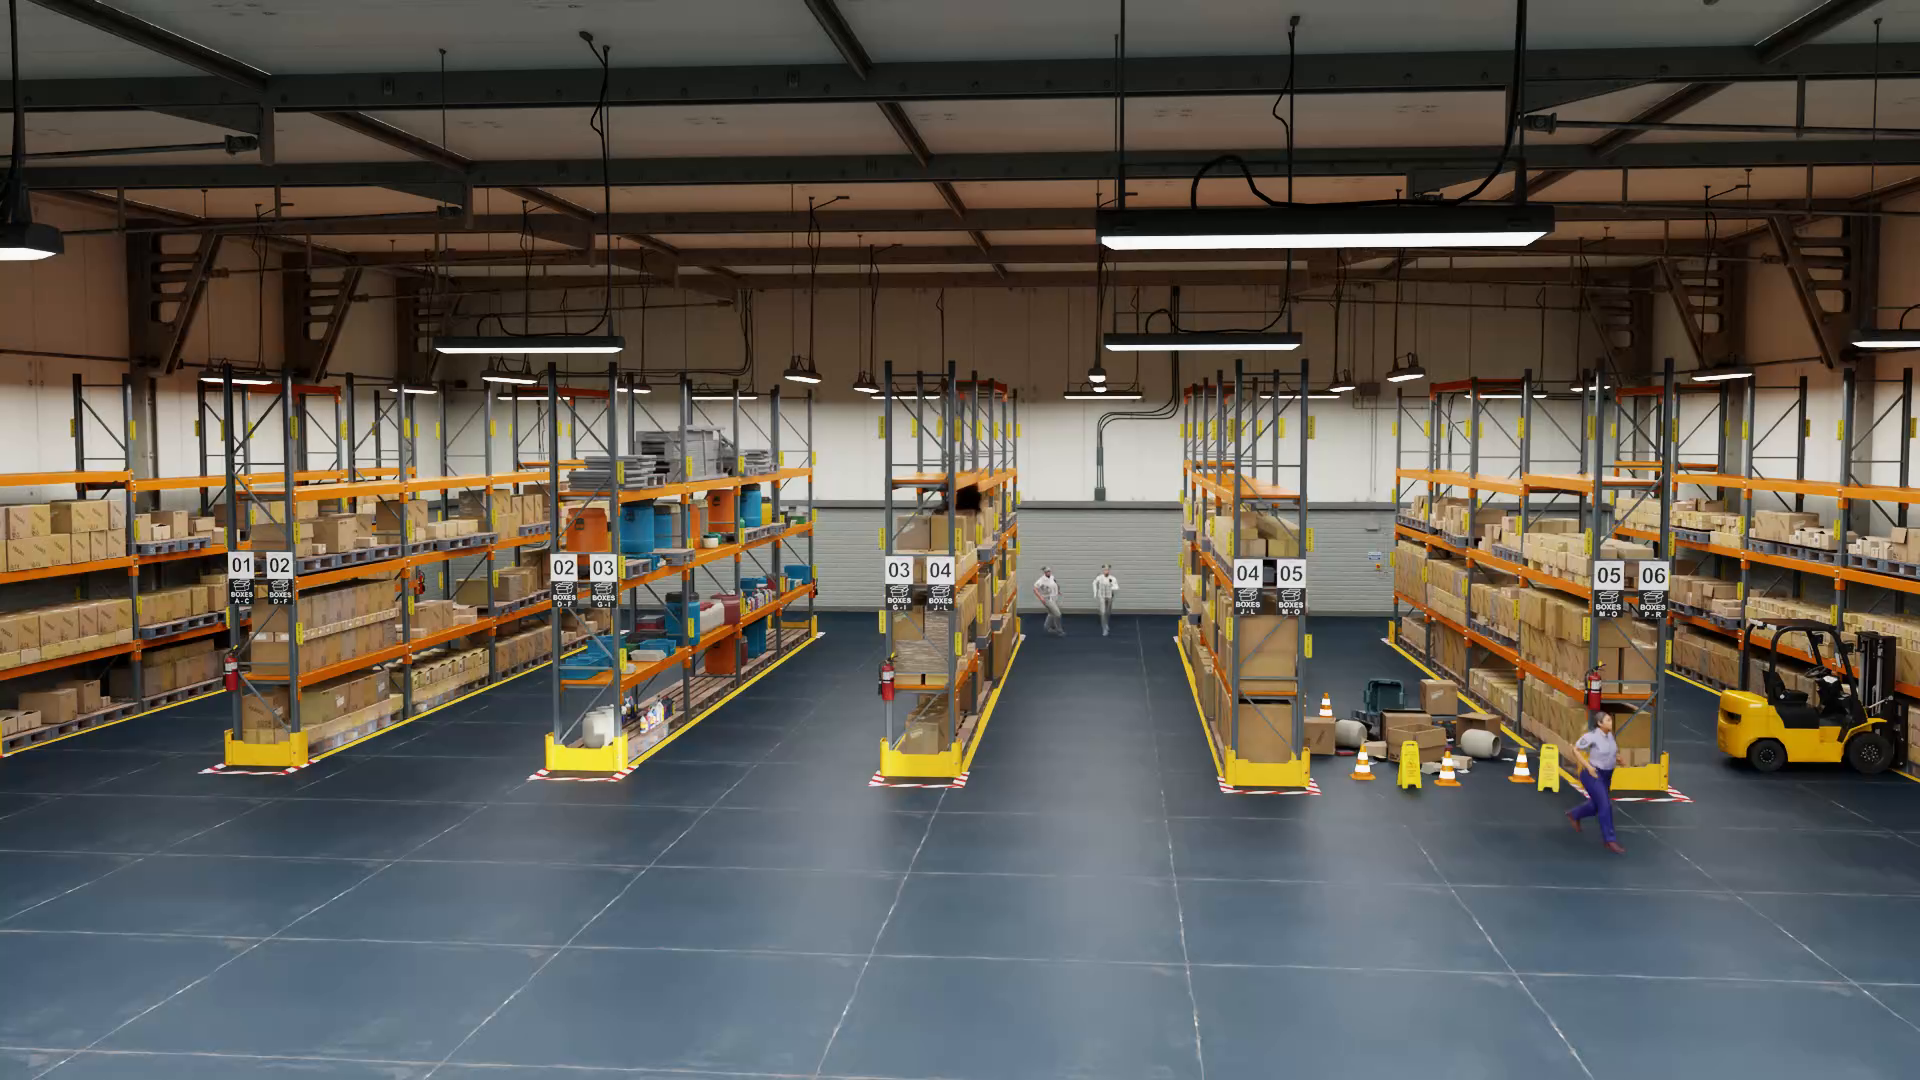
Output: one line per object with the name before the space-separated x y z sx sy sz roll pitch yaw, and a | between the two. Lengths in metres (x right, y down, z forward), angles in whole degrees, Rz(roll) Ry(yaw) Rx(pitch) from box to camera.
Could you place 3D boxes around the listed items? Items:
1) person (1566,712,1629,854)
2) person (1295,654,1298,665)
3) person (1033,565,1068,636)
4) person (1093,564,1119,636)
person | 7.649 2.876 19.993 0.614 1.650 0.880 -3 5 -36
person | 7.007 1.768 35.255 0.672 1.812 0.929 0 4 0
person | 2.197 1.487 40.553 0.731 1.772 0.792 3 5 38
person | 3.592 1.449 40.912 0.590 1.719 0.864 0 4 -2
